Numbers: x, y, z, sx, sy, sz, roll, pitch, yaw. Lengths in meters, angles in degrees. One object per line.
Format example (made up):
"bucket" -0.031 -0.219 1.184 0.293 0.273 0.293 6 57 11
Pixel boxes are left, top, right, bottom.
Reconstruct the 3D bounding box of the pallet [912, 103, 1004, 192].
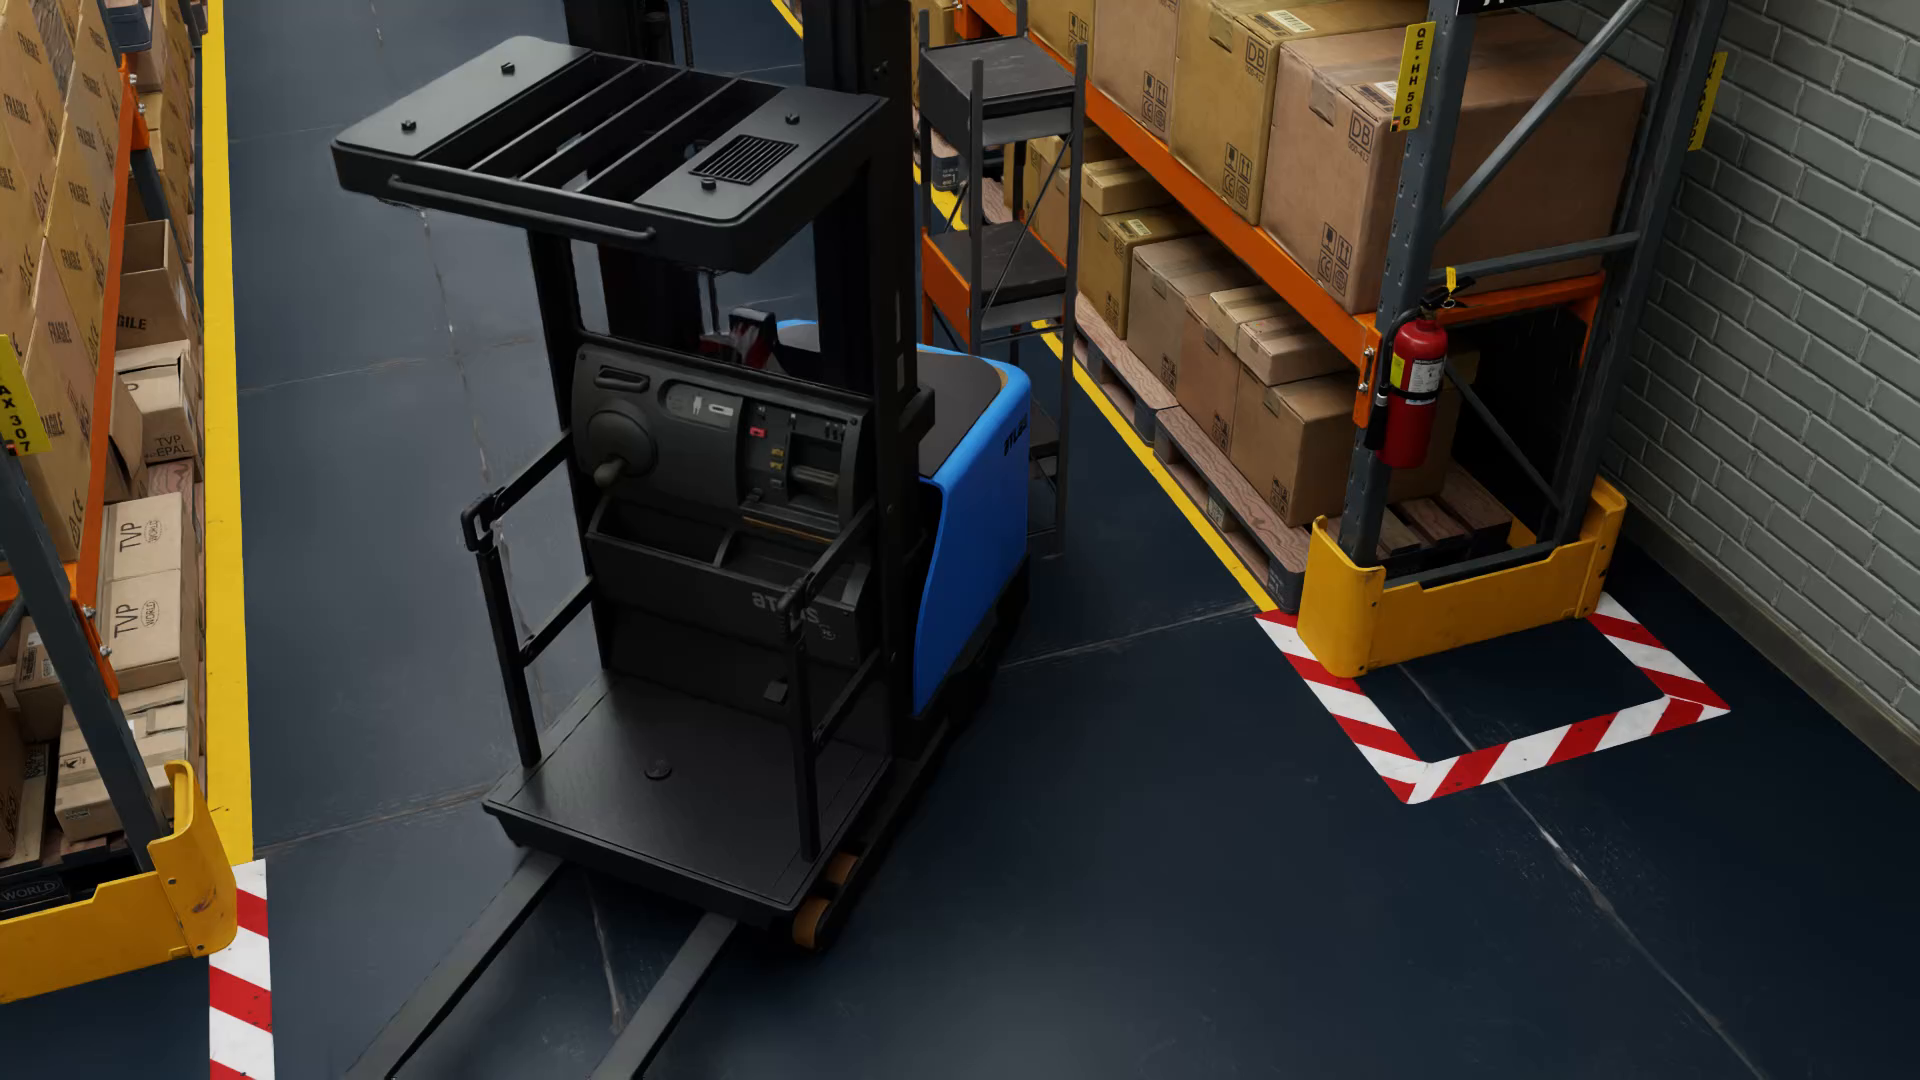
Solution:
"pallet" 0.141 -2.478 9.865 1.003 0.211 1.213 -12 39 -16

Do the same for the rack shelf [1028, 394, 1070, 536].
"rack shelf" 0.136 -0.299 6.588 0.431 0.518 0.480 -13 39 -17

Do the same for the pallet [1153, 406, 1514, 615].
"pallet" 1.505 -0.234 6.885 1.003 0.211 1.213 -12 39 -16

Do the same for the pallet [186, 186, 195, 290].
"pallet" -4.488 -1.482 8.542 1.003 0.211 1.213 -12 39 -16

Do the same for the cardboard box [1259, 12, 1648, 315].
"cardboard box" 1.669 -1.318 5.757 0.980 0.700 0.700 -11 38 -14

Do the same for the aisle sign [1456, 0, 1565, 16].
"aisle sign" 1.597 -1.848 4.549 0.394 0.787 0.004 -12 39 -16

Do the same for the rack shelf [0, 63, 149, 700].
"rack shelf" -3.484 -0.727 5.820 1.077 0.370 4.000 -12 39 -16

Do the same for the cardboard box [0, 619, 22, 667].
"cardboard box" -3.513 0.239 5.859 0.500 0.250 0.500 -12 39 -16

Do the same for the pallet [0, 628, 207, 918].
"pallet" -3.098 0.736 5.597 1.003 0.211 1.213 -12 39 -16

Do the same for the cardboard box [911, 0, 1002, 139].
"cardboard box" 0.131 -2.821 9.440 0.750 0.750 0.750 -12 39 -15

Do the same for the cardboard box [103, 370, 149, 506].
"cardboard box" -3.521 -0.262 6.314 0.797 0.503 0.637 -12 39 -16

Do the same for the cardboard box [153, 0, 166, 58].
"cardboard box" -4.628 -2.793 9.053 0.500 0.250 0.500 -13 39 -17

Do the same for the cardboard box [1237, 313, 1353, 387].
"cardboard box" 1.304 -0.750 6.442 0.380 0.149 0.250 -13 39 -16

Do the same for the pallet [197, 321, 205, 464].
"pallet" -3.937 -0.642 7.427 1.003 0.211 1.213 -12 39 -16

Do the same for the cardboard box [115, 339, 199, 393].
"cardboard box" -3.525 -0.718 7.215 0.380 0.149 0.250 -12 39 -16

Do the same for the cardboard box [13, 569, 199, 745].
"cardboard box" -2.889 0.390 5.659 0.500 0.250 0.500 -12 39 -16

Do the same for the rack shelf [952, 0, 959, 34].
"rack shelf" -0.211 -4.014 10.184 1.077 0.370 4.000 -12 39 -16

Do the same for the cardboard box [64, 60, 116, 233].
"cardboard box" -3.402 -1.374 5.998 0.500 0.500 0.500 -12 39 -15

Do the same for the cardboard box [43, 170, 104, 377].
"cardboard box" -3.054 -0.804 5.241 0.500 0.500 0.500 -13 39 -16

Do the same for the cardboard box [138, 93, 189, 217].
"cardboard box" -4.304 -1.944 8.550 0.500 0.500 0.500 -12 39 -15

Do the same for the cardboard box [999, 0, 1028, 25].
"cardboard box" 0.648 -2.982 7.966 0.980 0.700 0.700 -12 39 -15

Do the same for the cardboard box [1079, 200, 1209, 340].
"cardboard box" 0.983 -1.322 7.741 0.700 0.500 0.500 -12 39 -15

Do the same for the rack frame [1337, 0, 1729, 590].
"rack frame" 1.854 -0.912 5.468 1.000 3.000 0.127 -12 39 -16

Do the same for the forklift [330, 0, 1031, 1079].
"forklift" -0.787 -0.215 4.599 1.130 2.935 3.031 15 39 18

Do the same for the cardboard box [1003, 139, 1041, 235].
"cardboard box" 0.638 -1.897 8.504 0.700 0.500 0.500 -12 39 -15

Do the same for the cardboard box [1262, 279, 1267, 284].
"cardboard box" 1.489 -1.113 6.925 0.380 0.149 0.250 -12 39 -16

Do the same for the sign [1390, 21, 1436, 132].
"sign" 1.339 -1.365 4.909 0.100 0.325 0.005 -12 39 -16

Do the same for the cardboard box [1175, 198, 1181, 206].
"cardboard box" 1.135 -1.691 7.691 0.380 0.149 0.250 -12 39 -15

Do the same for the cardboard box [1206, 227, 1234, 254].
"cardboard box" 1.312 -1.402 7.307 0.380 0.149 0.250 -12 39 -15

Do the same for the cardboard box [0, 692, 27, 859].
"cardboard box" -3.215 0.682 5.063 0.500 0.500 0.500 -12 39 -16

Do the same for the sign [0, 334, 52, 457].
"sign" -2.287 -0.343 3.992 0.100 0.325 0.005 -12 39 -16

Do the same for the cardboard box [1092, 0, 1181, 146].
"cardboard box" 1.154 -2.159 6.874 0.980 0.700 0.700 -14 39 -18

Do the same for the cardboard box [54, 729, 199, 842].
"cardboard box" -2.618 0.771 5.237 0.380 0.149 0.250 -12 39 -16

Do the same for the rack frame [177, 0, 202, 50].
"rack frame" -5.549 -4.404 10.103 1.000 3.000 0.127 -12 39 -16

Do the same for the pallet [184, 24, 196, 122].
"pallet" -5.328 -2.860 10.372 1.003 0.211 1.213 -12 39 -16

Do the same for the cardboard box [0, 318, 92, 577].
"cardboard box" -2.701 -0.230 4.479 0.500 0.500 0.500 -12 39 -15

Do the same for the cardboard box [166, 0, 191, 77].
"cardboard box" -5.007 -3.101 10.086 0.500 0.500 0.500 -11 38 -14

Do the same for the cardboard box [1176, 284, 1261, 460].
"cardboard box" 1.347 -0.739 6.966 0.700 0.500 0.500 -13 39 -16

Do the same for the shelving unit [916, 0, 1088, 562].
"shelving unit" 0.136 -0.869 6.158 0.431 2.100 0.503 -13 39 -17

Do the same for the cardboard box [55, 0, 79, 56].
"cardboard box" -3.577 -2.062 6.081 0.500 0.500 0.500 -13 39 -17

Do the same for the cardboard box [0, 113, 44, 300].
"cardboard box" -2.888 -0.923 4.568 0.500 0.500 0.500 -12 39 -15

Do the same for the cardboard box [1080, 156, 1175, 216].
"cardboard box" 0.765 -1.630 7.611 0.380 0.149 0.250 -14 39 -17

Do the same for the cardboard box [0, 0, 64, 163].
"cardboard box" -3.232 -1.493 5.325 0.500 0.500 0.500 -13 39 -16

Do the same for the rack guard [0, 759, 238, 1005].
"rack guard" -2.822 1.071 4.912 1.175 0.500 0.348 -12 39 -16

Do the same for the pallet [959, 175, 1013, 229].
"pallet" 0.665 -1.612 8.715 1.003 0.211 1.213 -12 39 -16

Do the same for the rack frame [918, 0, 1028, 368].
"rack frame" 0.046 -1.005 6.339 0.400 2.100 0.015 -13 39 -17

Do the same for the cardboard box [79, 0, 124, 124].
"cardboard box" -3.760 -1.955 6.769 0.500 0.500 0.500 -12 39 -15

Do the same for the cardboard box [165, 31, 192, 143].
"cardboard box" -4.643 -2.514 9.306 0.500 0.500 0.500 -14 39 -18
